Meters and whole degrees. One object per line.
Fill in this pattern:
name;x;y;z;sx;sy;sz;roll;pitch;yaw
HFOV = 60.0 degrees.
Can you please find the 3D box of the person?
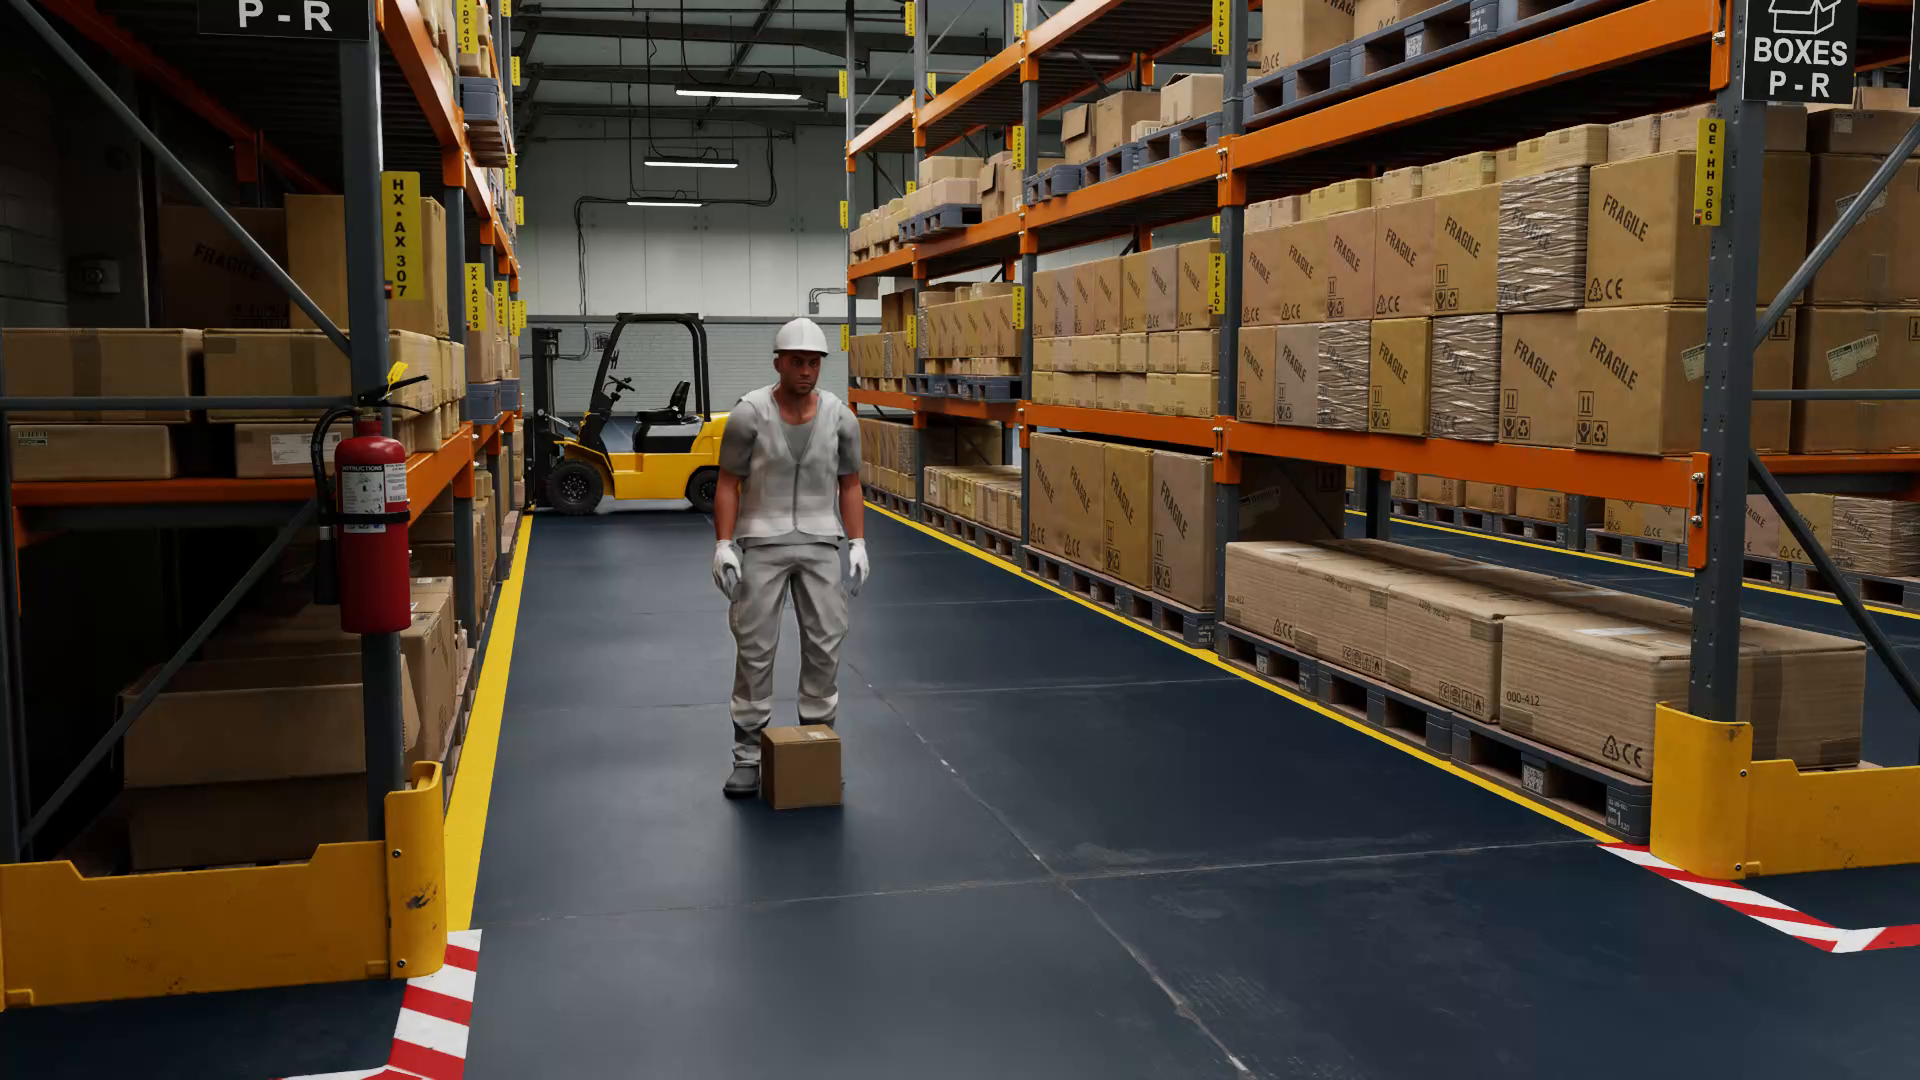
person;-0.636;0.056;6.296;0.610;1.777;0.451;-2;6;-17
